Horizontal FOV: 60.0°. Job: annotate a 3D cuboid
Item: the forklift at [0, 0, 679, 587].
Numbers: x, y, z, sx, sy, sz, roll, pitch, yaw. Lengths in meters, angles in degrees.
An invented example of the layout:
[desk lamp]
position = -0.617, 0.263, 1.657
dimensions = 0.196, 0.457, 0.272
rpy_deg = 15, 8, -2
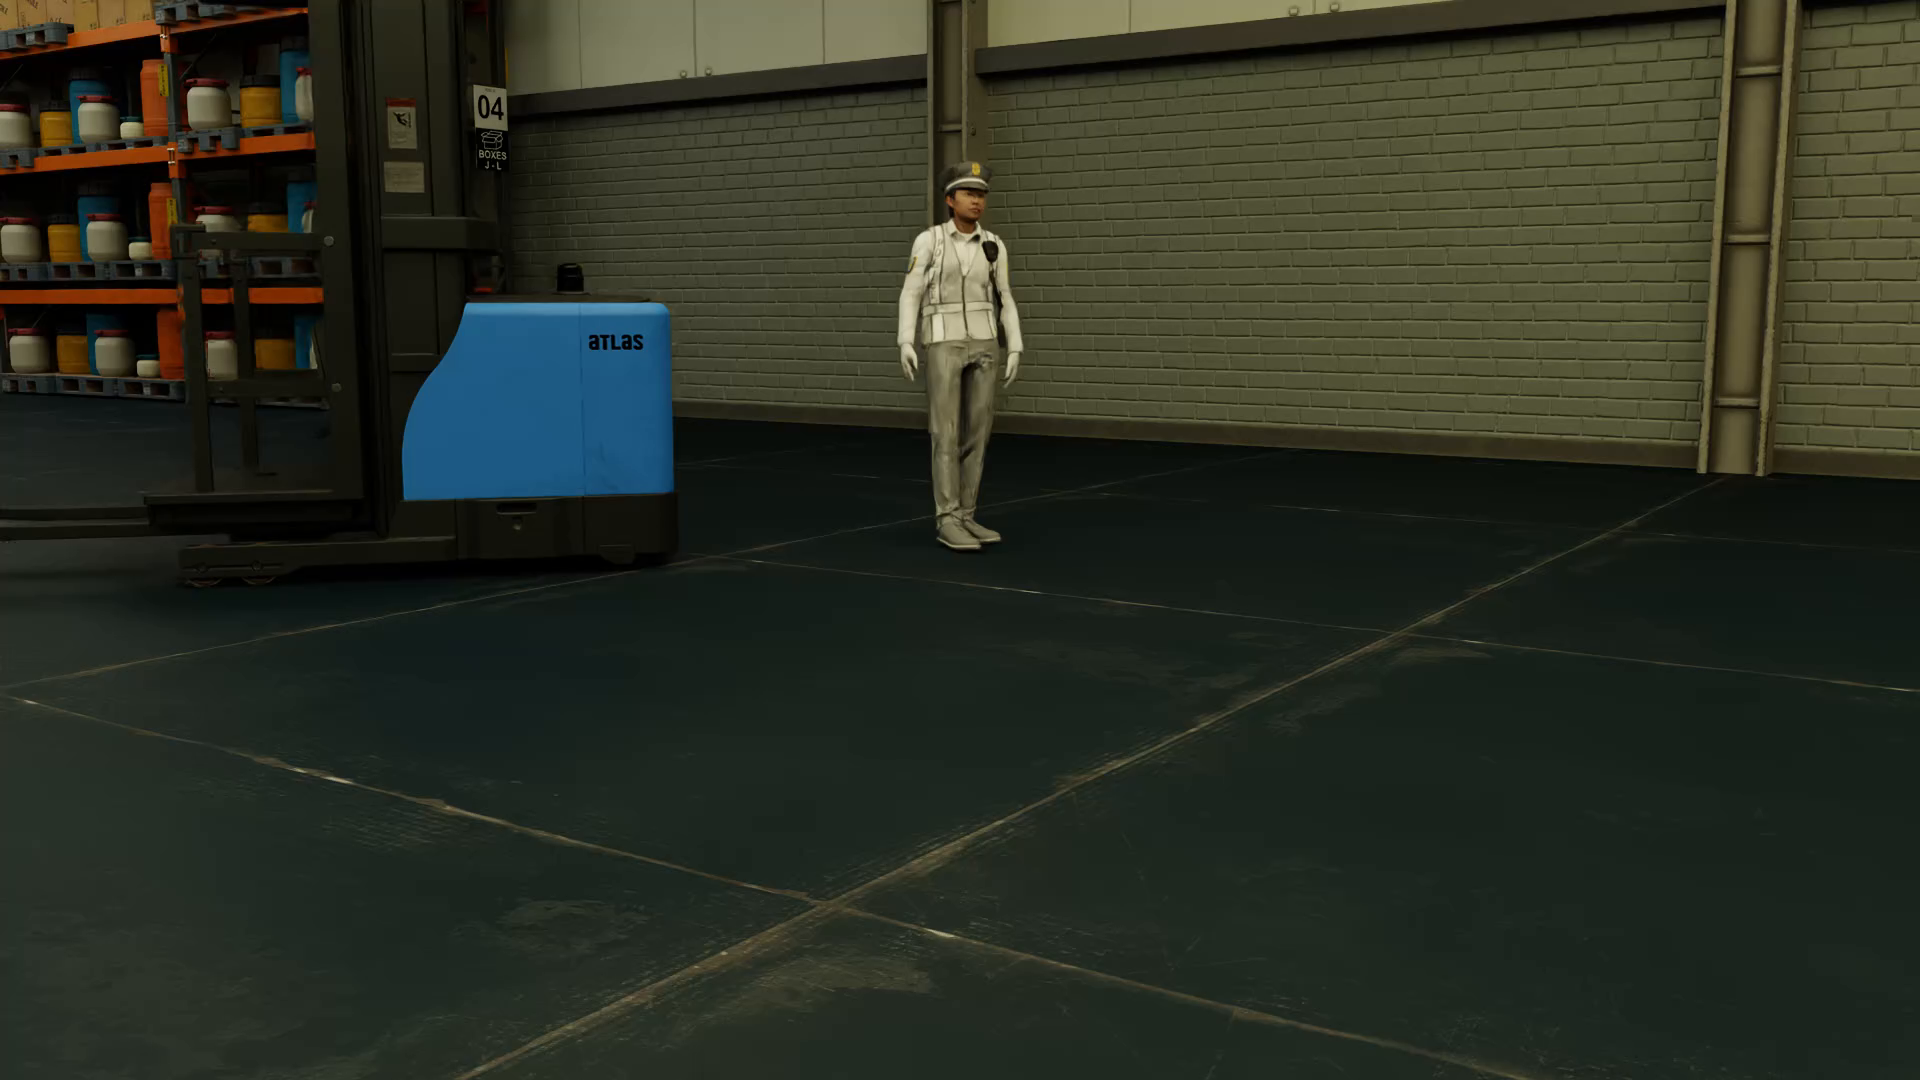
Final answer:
[forklift]
position = -2.728, -1.353, 6.707
dimensions = 3.031, 2.935, 1.130
rpy_deg = -2, 8, -13

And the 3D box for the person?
[person]
position = 0.029, -0.821, 7.363
dimensions = 0.581, 1.691, 0.587
rpy_deg = -2, 8, -14
